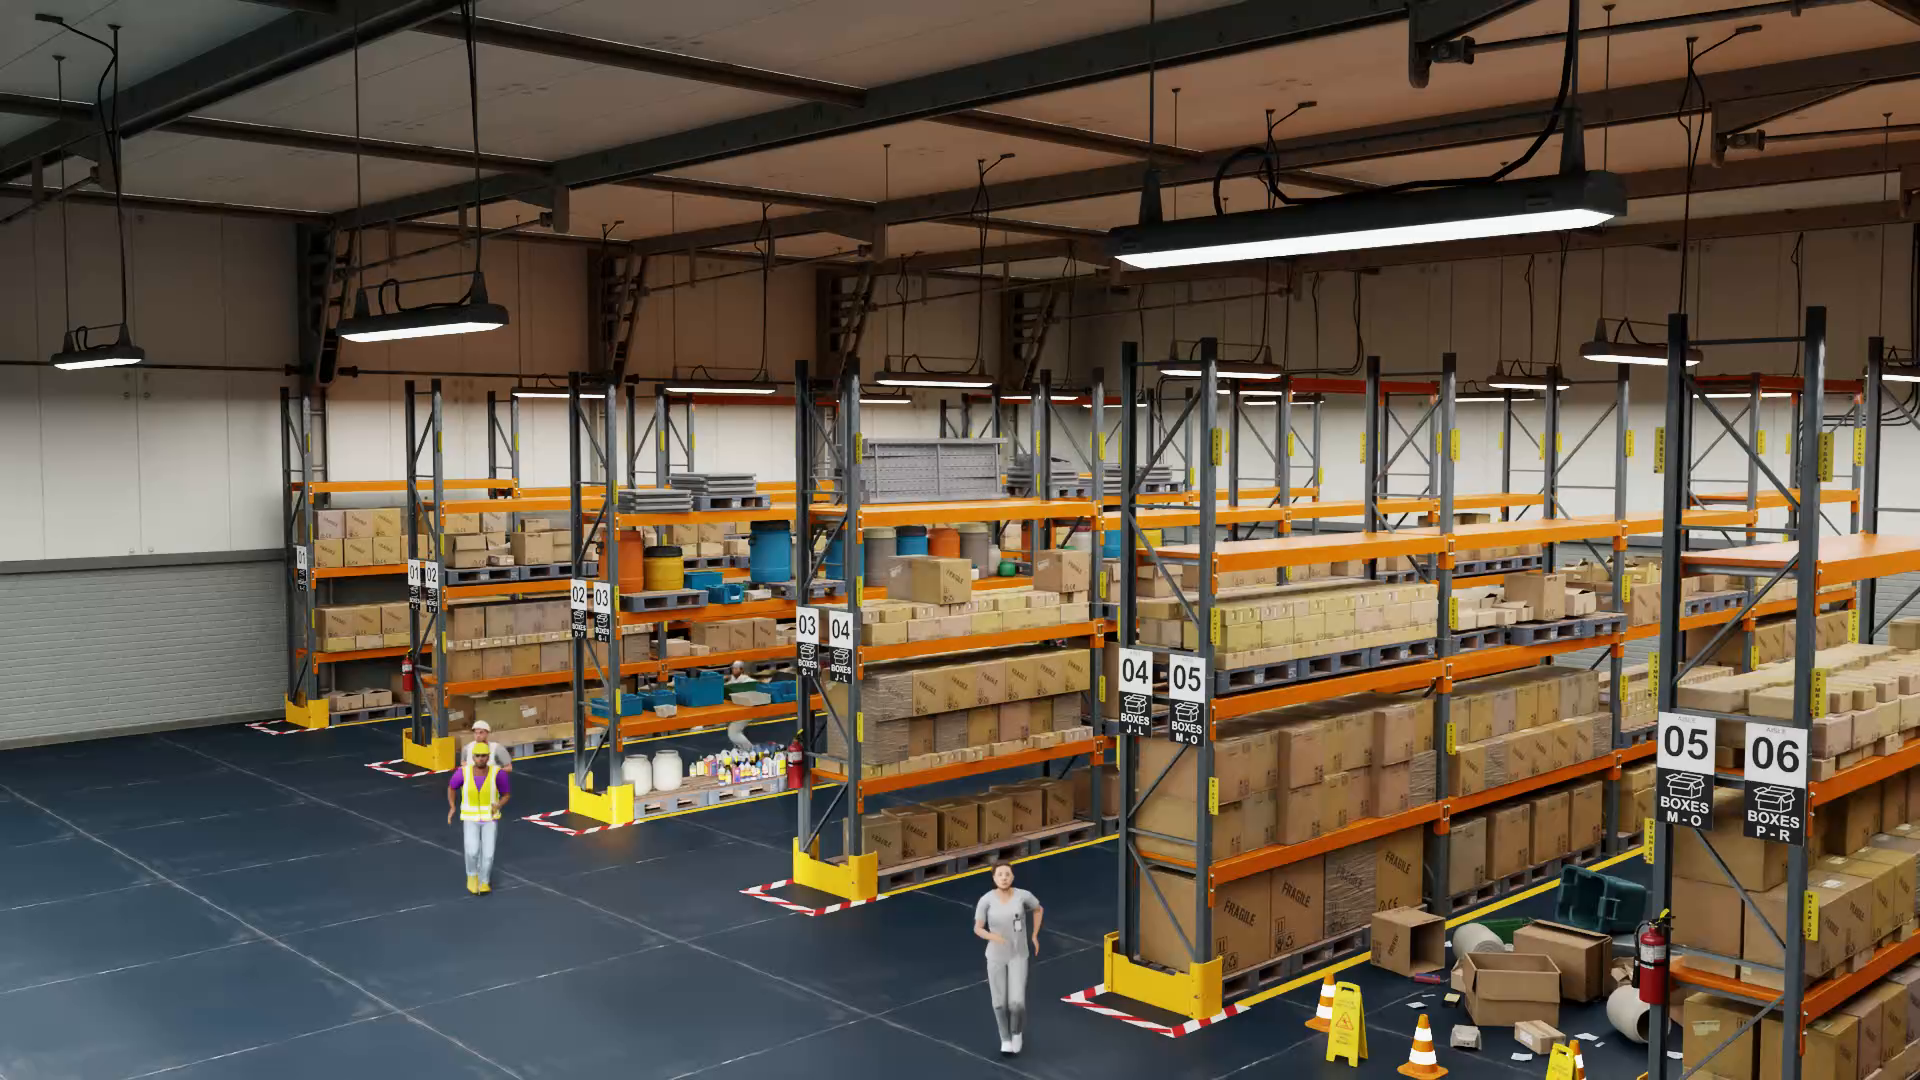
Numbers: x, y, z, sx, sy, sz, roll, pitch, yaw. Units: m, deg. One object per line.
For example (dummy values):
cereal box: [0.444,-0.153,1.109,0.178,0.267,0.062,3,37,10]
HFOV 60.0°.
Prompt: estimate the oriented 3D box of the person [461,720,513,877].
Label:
person: [-5.578,3.021,19.565,0.609,1.836,0.856,-1,4,-9]

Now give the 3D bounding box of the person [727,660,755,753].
person: [-3.471,2.689,25.898,0.581,1.632,0.584,-3,5,-43]

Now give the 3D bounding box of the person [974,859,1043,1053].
person: [0.395,3.455,13.719,0.558,1.629,0.607,0,4,6]

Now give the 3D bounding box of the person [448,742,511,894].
person: [-5.339,3.104,18.489,0.680,1.716,0.720,-1,4,-17]
